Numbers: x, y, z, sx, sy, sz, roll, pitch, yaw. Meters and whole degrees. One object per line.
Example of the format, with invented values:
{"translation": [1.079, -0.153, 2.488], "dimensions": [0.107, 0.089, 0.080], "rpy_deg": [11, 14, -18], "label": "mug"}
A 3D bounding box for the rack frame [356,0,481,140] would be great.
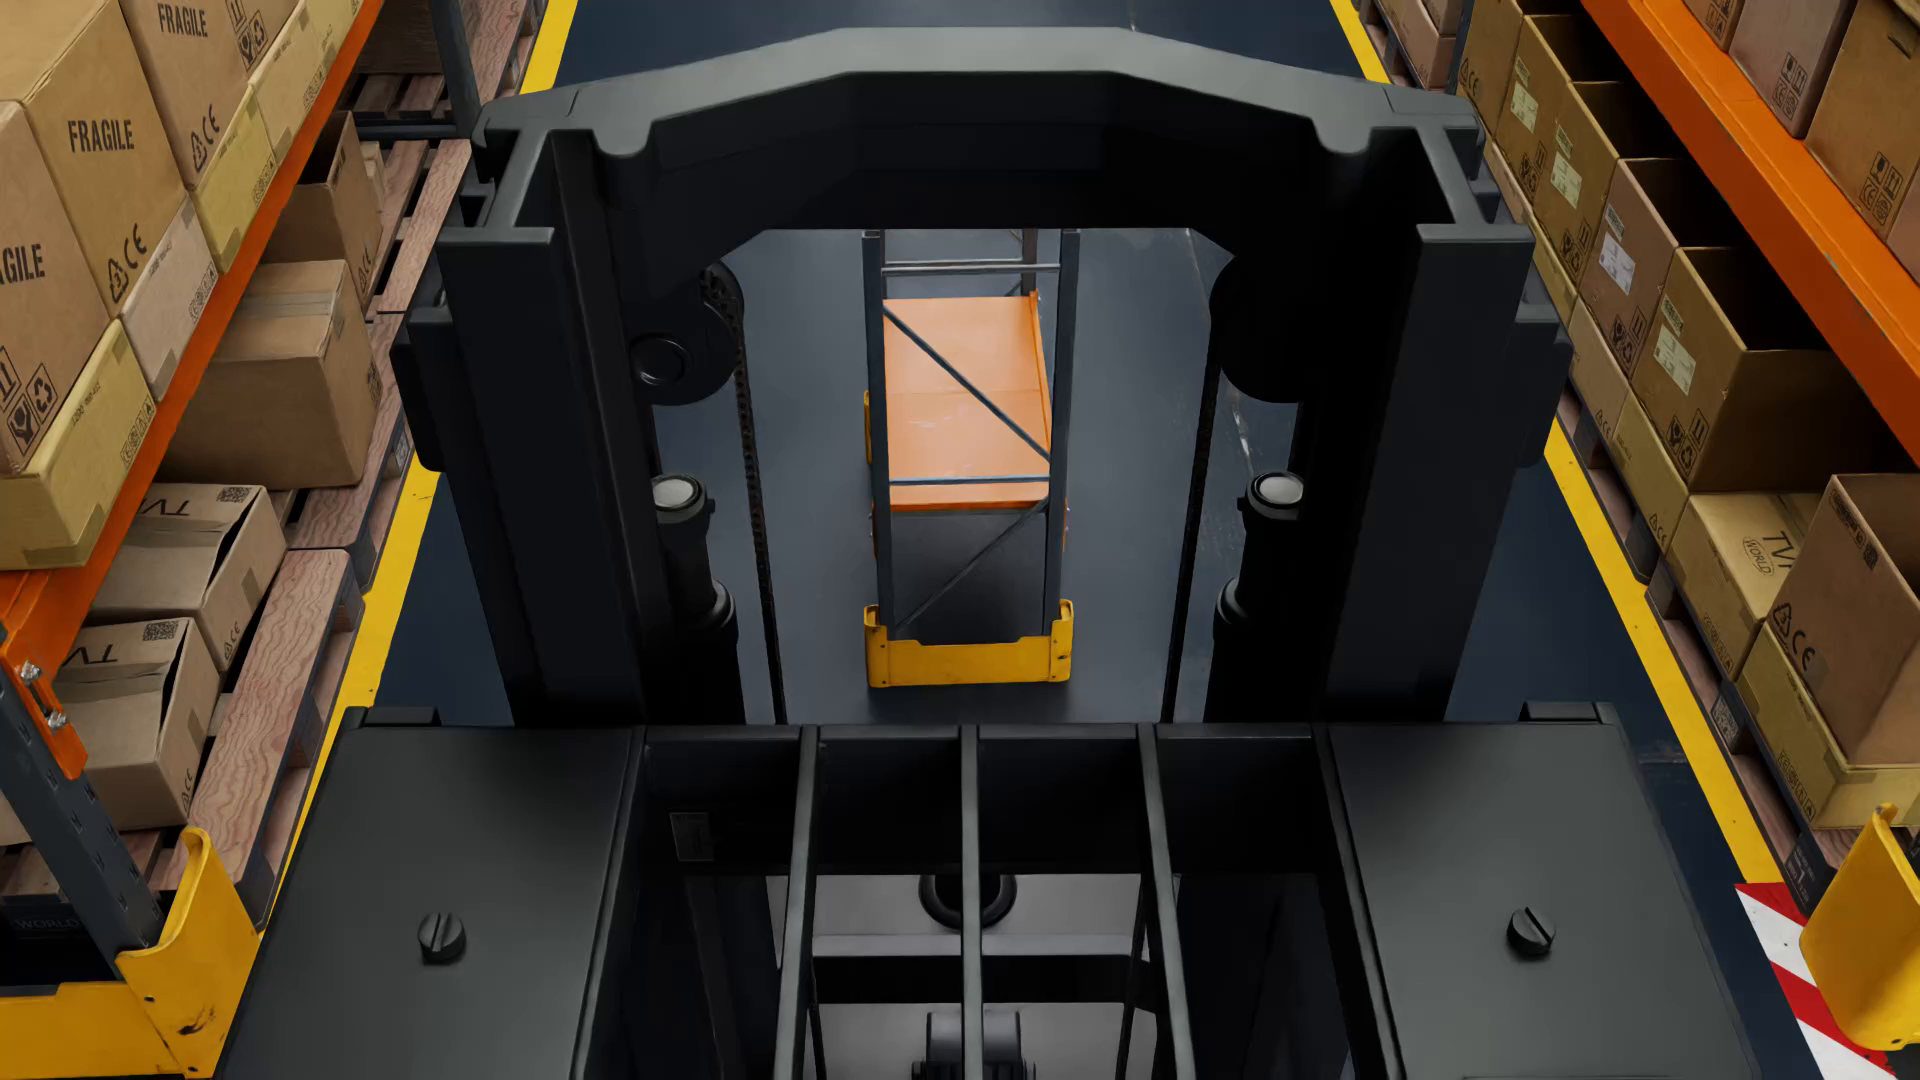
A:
{"translation": [-2.440, -2.602, 5.869], "dimensions": [1.000, 3.000, 0.127], "rpy_deg": [-2, 43, -2], "label": "rack frame"}

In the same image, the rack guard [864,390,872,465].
{"translation": [-0.018, -0.377, 5.476], "dimensions": [0.587, 0.250, 0.087], "rpy_deg": [-2, 43, -2], "label": "rack guard"}

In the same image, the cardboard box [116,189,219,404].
{"translation": [-2.010, -0.542, 3.718], "dimensions": [0.500, 0.250, 0.500], "rpy_deg": [-3, 43, -3], "label": "cardboard box"}

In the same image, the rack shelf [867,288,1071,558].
{"translation": [0.004, -0.363, 4.802], "dimensions": [0.538, 0.185, 1.000], "rpy_deg": [-2, 43, -2], "label": "rack shelf"}

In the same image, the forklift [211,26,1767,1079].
{"translation": [0.020, 1.102, 1.878], "dimensions": [1.130, 2.935, 3.031], "rpy_deg": [0, 43, 0], "label": "forklift"}

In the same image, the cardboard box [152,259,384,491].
{"translation": [-2.215, -0.493, 5.093], "dimensions": [0.700, 0.500, 0.500], "rpy_deg": [-4, 43, -4], "label": "cardboard box"}

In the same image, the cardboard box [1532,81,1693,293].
{"translation": [2.258, -1.167, 5.472], "dimensions": [0.500, 0.500, 0.500], "rpy_deg": [-2, 43, -2], "label": "cardboard box"}

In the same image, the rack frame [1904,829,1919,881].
{"translation": [2.679, -0.046, 3.080], "dimensions": [1.000, 3.000, 0.127], "rpy_deg": [-2, 43, -2], "label": "rack frame"}

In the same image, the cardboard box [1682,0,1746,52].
{"translation": [2.580, -1.789, 4.908], "dimensions": [0.700, 0.500, 0.500], "rpy_deg": [-1, 43, -1], "label": "cardboard box"}

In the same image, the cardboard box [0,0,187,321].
{"translation": [-2.001, -0.795, 3.439], "dimensions": [0.500, 0.500, 0.500], "rpy_deg": [-2, 43, -2], "label": "cardboard box"}

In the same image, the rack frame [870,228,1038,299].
{"translation": [-0.018, -0.838, 5.055], "dimensions": [0.500, 1.500, 0.032], "rpy_deg": [-2, 43, -2], "label": "rack frame"}

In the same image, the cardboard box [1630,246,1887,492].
{"translation": [2.302, -0.492, 4.736], "dimensions": [0.500, 0.500, 0.500], "rpy_deg": [-2, 43, -2], "label": "cardboard box"}

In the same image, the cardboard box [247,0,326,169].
{"translation": [-2.045, -1.228, 4.466], "dimensions": [0.500, 0.250, 0.500], "rpy_deg": [-1, 43, -1], "label": "cardboard box"}

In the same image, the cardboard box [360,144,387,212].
{"translation": [-2.387, -1.359, 6.284], "dimensions": [0.380, 0.166, 0.250], "rpy_deg": [-7, 43, -7], "label": "cardboard box"}

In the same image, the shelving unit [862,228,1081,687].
{"translation": [0.003, -0.501, 4.687], "dimensions": [0.587, 1.500, 1.083], "rpy_deg": [-2, 43, -2], "label": "shelving unit"}

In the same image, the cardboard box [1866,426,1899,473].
{"translation": [2.821, -0.507, 4.752], "dimensions": [0.500, 0.500, 0.500], "rpy_deg": [-2, 43, -2], "label": "cardboard box"}

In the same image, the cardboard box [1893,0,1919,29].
{"translation": [2.429, -1.271, 3.863], "dimensions": [0.380, 0.149, 0.250], "rpy_deg": [0, 43, 0], "label": "cardboard box"}

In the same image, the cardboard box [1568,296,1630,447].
{"translation": [2.285, -0.553, 5.358], "dimensions": [0.500, 0.250, 0.500], "rpy_deg": [-2, 43, -2], "label": "cardboard box"}

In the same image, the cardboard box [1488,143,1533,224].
{"translation": [2.242, -1.228, 6.094], "dimensions": [0.500, 0.250, 0.500], "rpy_deg": [-2, 43, -2], "label": "cardboard box"}

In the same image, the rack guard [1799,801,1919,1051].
{"translation": [2.680, 0.891, 3.907], "dimensions": [1.175, 0.500, 0.348], "rpy_deg": [-2, 43, -2], "label": "rack guard"}

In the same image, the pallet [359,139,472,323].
{"translation": [-2.376, -1.122, 6.317], "dimensions": [1.003, 0.211, 1.213], "rpy_deg": [-2, 43, -2], "label": "pallet"}

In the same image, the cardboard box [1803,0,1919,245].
{"translation": [2.629, -1.088, 4.143], "dimensions": [0.700, 0.500, 0.500], "rpy_deg": [-1, 43, -2], "label": "cardboard box"}

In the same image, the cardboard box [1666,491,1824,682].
{"translation": [2.328, 0.122, 4.621], "dimensions": [0.500, 0.250, 0.500], "rpy_deg": [-2, 43, -2], "label": "cardboard box"}

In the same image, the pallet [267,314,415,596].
{"translation": [-2.321, -0.296, 5.417], "dimensions": [1.003, 0.211, 1.213], "rpy_deg": [-2, 43, -2], "label": "pallet"}

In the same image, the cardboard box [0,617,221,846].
{"translation": [-2.210, 0.458, 4.195], "dimensions": [0.500, 0.311, 0.500], "rpy_deg": [-6, 43, -7], "label": "cardboard box"}

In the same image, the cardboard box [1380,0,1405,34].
{"translation": [2.182, -2.501, 7.483], "dimensions": [0.500, 0.250, 0.500], "rpy_deg": [-2, 43, -2], "label": "cardboard box"}

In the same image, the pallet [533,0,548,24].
{"translation": [-2.529, -2.925, 8.285], "dimensions": [1.003, 0.211, 1.213], "rpy_deg": [-2, 43, -2], "label": "pallet"}

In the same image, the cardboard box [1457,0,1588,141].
{"translation": [2.216, -1.842, 6.209], "dimensions": [0.500, 0.500, 0.500], "rpy_deg": [-2, 43, -2], "label": "cardboard box"}

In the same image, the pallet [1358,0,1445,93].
{"translation": [2.439, -2.215, 7.510], "dimensions": [1.003, 0.211, 1.213], "rpy_deg": [-2, 43, -2], "label": "pallet"}

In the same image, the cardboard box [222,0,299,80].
{"translation": [-2.051, -1.492, 4.199], "dimensions": [0.500, 0.500, 0.500], "rpy_deg": [0, 43, 0], "label": "cardboard box"}

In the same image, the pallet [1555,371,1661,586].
{"translation": [2.556, -0.355, 5.481], "dimensions": [1.003, 0.211, 1.213], "rpy_deg": [-2, 43, -2], "label": "pallet"}

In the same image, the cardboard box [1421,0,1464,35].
{"translation": [2.205, -2.360, 6.914], "dimensions": [0.500, 0.311, 0.500], "rpy_deg": [-2, 43, -2], "label": "cardboard box"}
